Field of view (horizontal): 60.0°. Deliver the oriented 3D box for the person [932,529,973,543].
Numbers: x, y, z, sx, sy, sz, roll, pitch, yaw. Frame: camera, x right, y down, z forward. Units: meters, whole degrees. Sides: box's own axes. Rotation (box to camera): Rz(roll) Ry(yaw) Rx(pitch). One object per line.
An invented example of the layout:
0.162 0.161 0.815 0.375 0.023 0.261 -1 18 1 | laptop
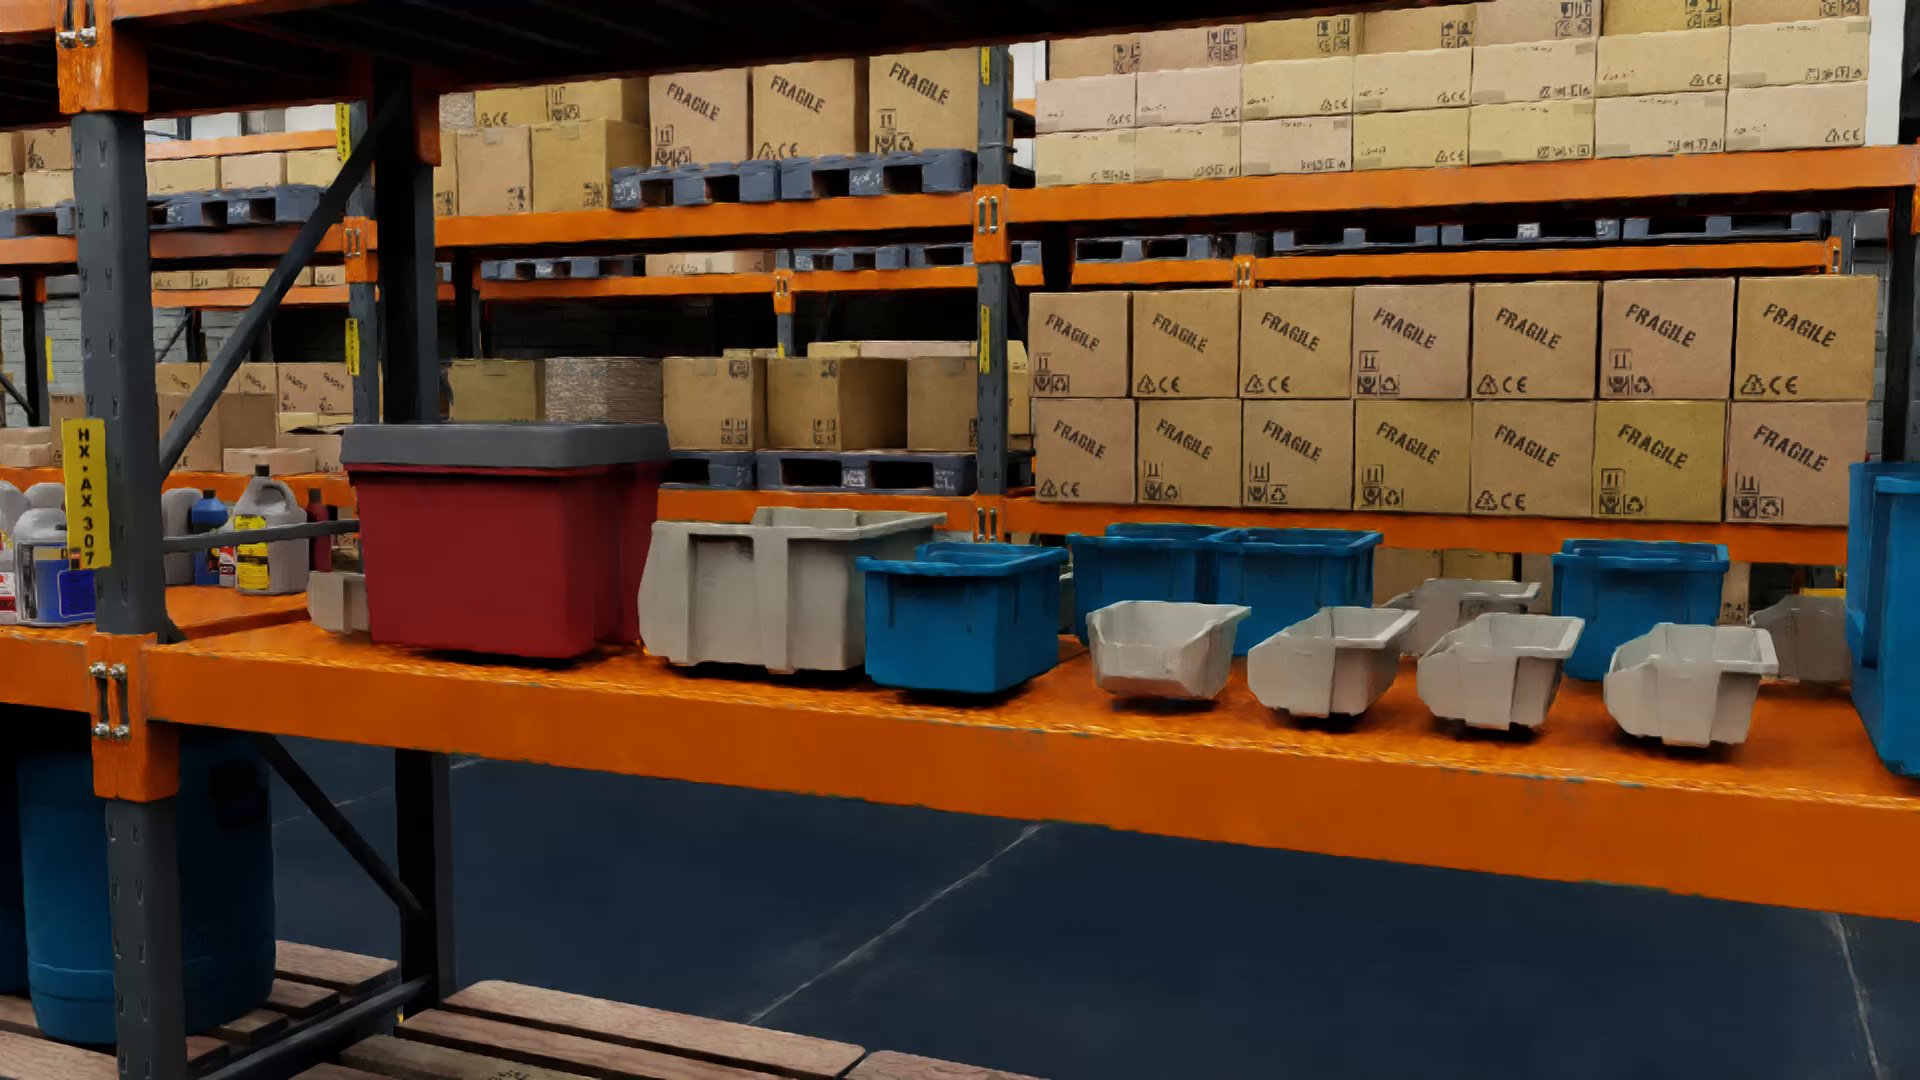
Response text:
-0.015 -0.088 11.295 0.569 1.780 0.584 -4 7 -34 | person
